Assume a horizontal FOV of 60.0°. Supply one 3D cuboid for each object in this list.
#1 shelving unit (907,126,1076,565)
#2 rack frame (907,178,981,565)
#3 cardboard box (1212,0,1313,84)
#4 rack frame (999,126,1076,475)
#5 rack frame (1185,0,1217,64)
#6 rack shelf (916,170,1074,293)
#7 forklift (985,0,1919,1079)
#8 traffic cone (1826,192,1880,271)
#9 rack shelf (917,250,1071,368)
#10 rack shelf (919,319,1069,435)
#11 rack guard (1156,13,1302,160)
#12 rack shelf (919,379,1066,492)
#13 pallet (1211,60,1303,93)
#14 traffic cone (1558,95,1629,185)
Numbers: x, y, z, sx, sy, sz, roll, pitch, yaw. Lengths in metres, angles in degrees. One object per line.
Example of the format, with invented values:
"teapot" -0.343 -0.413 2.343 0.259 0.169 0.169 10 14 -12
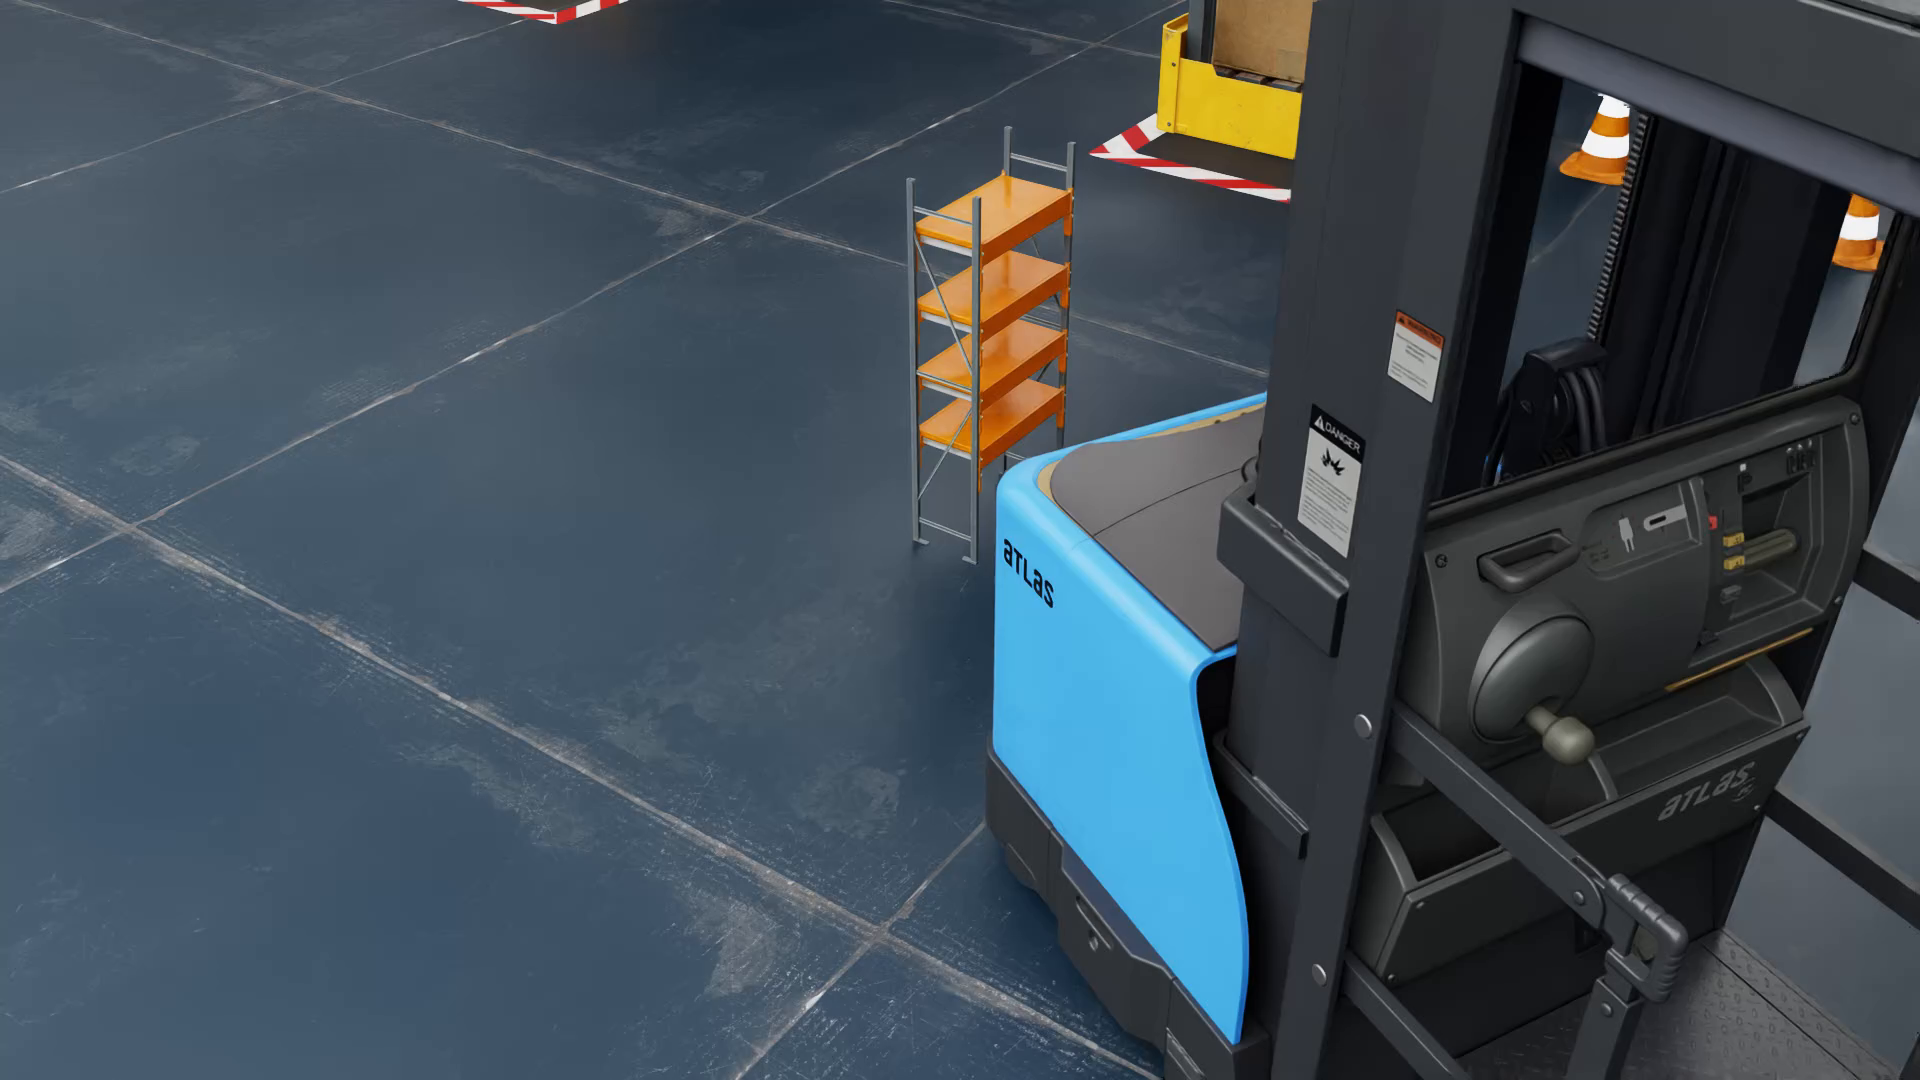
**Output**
"shelving unit" 0.094 -0.573 5.027 0.258 1.200 0.503 21 39 28
"rack frame" -0.045 -0.461 4.860 0.240 1.200 0.015 21 39 28
"cardboard box" 1.879 -2.825 8.271 0.875 0.875 0.875 21 40 28
"rack frame" 0.234 -0.685 5.193 0.240 1.200 0.015 21 39 28
"rack frame" 1.547 -3.198 7.301 1.000 3.000 0.127 21 39 28
"rack shelf" 0.094 -0.899 4.806 0.258 0.148 0.480 21 39 28
"forklift" 1.196 0.119 2.457 1.130 2.935 3.031 -16 37 -23
"traffic cone" 3.750 -1.421 6.937 0.336 0.463 0.334 21 39 28
"rack shelf" 0.094 -0.703 4.939 0.258 0.148 0.480 21 39 28
"rack shelf" 0.094 -0.517 5.064 0.258 0.148 0.480 21 39 28
"rack guard" 1.533 -2.151 7.985 1.175 0.500 0.348 21 39 28
"rack shelf" 0.094 -0.353 5.175 0.258 0.148 0.480 21 39 28
"pallet" 1.938 -2.436 8.663 1.003 0.211 1.213 21 39 28
"traffic cone" 3.016 -1.938 7.703 0.336 0.463 0.334 21 39 28
